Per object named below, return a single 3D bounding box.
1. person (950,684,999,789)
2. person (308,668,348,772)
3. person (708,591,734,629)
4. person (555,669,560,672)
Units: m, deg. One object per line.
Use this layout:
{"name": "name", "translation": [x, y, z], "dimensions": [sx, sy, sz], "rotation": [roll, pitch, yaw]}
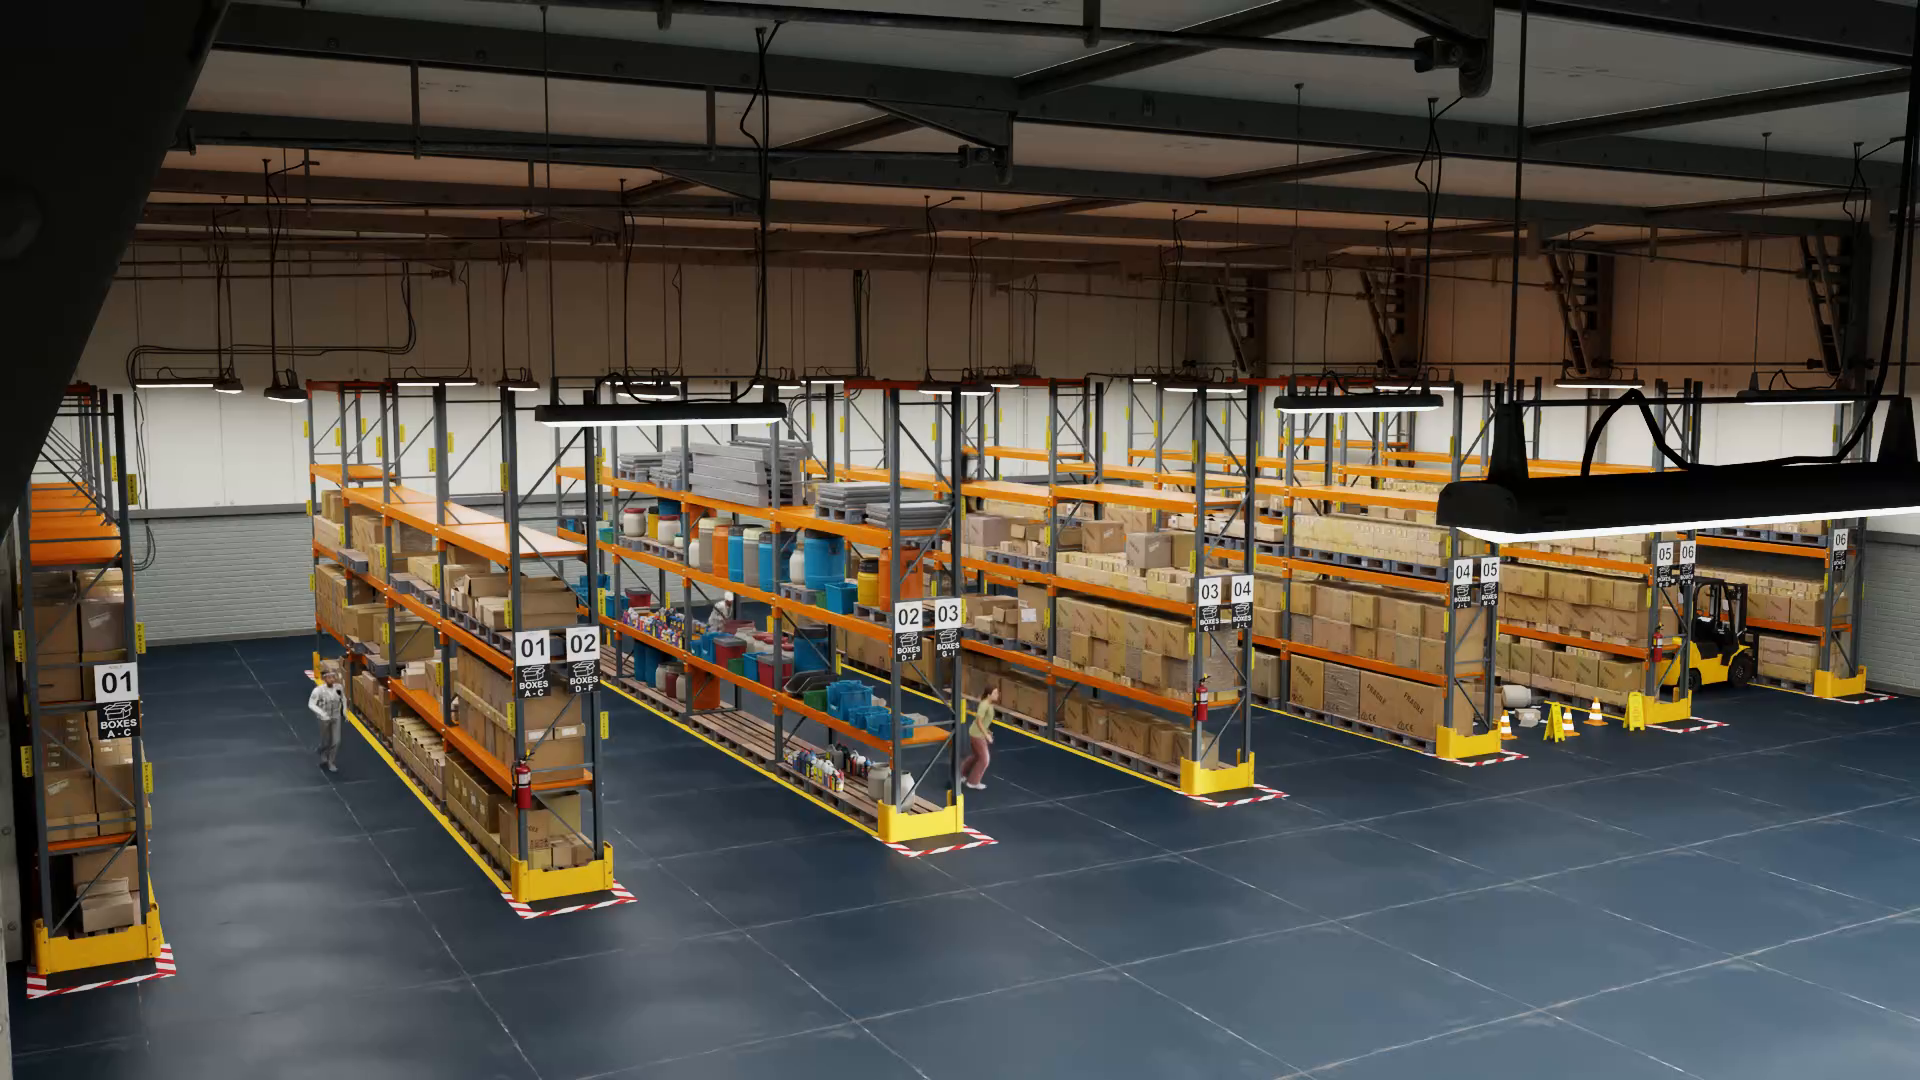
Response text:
{"name": "person", "translation": [0.213, 2.920, 24.720], "dimensions": [0.738, 1.604, 0.573], "rotation": [1, 6, 5]}
{"name": "person", "translation": [-9.861, 2.775, 25.931], "dimensions": [0.605, 1.641, 0.717], "rotation": [-4, 7, -36]}
{"name": "person", "translation": [-5.138, 1.822, 35.334], "dimensions": [1.184, 1.568, 0.654], "rotation": [5, 8, 40]}
{"name": "person", "translation": [-7.267, 2.392, 28.906], "dimensions": [0.686, 1.787, 0.768], "rotation": [-2, 7, -22]}
